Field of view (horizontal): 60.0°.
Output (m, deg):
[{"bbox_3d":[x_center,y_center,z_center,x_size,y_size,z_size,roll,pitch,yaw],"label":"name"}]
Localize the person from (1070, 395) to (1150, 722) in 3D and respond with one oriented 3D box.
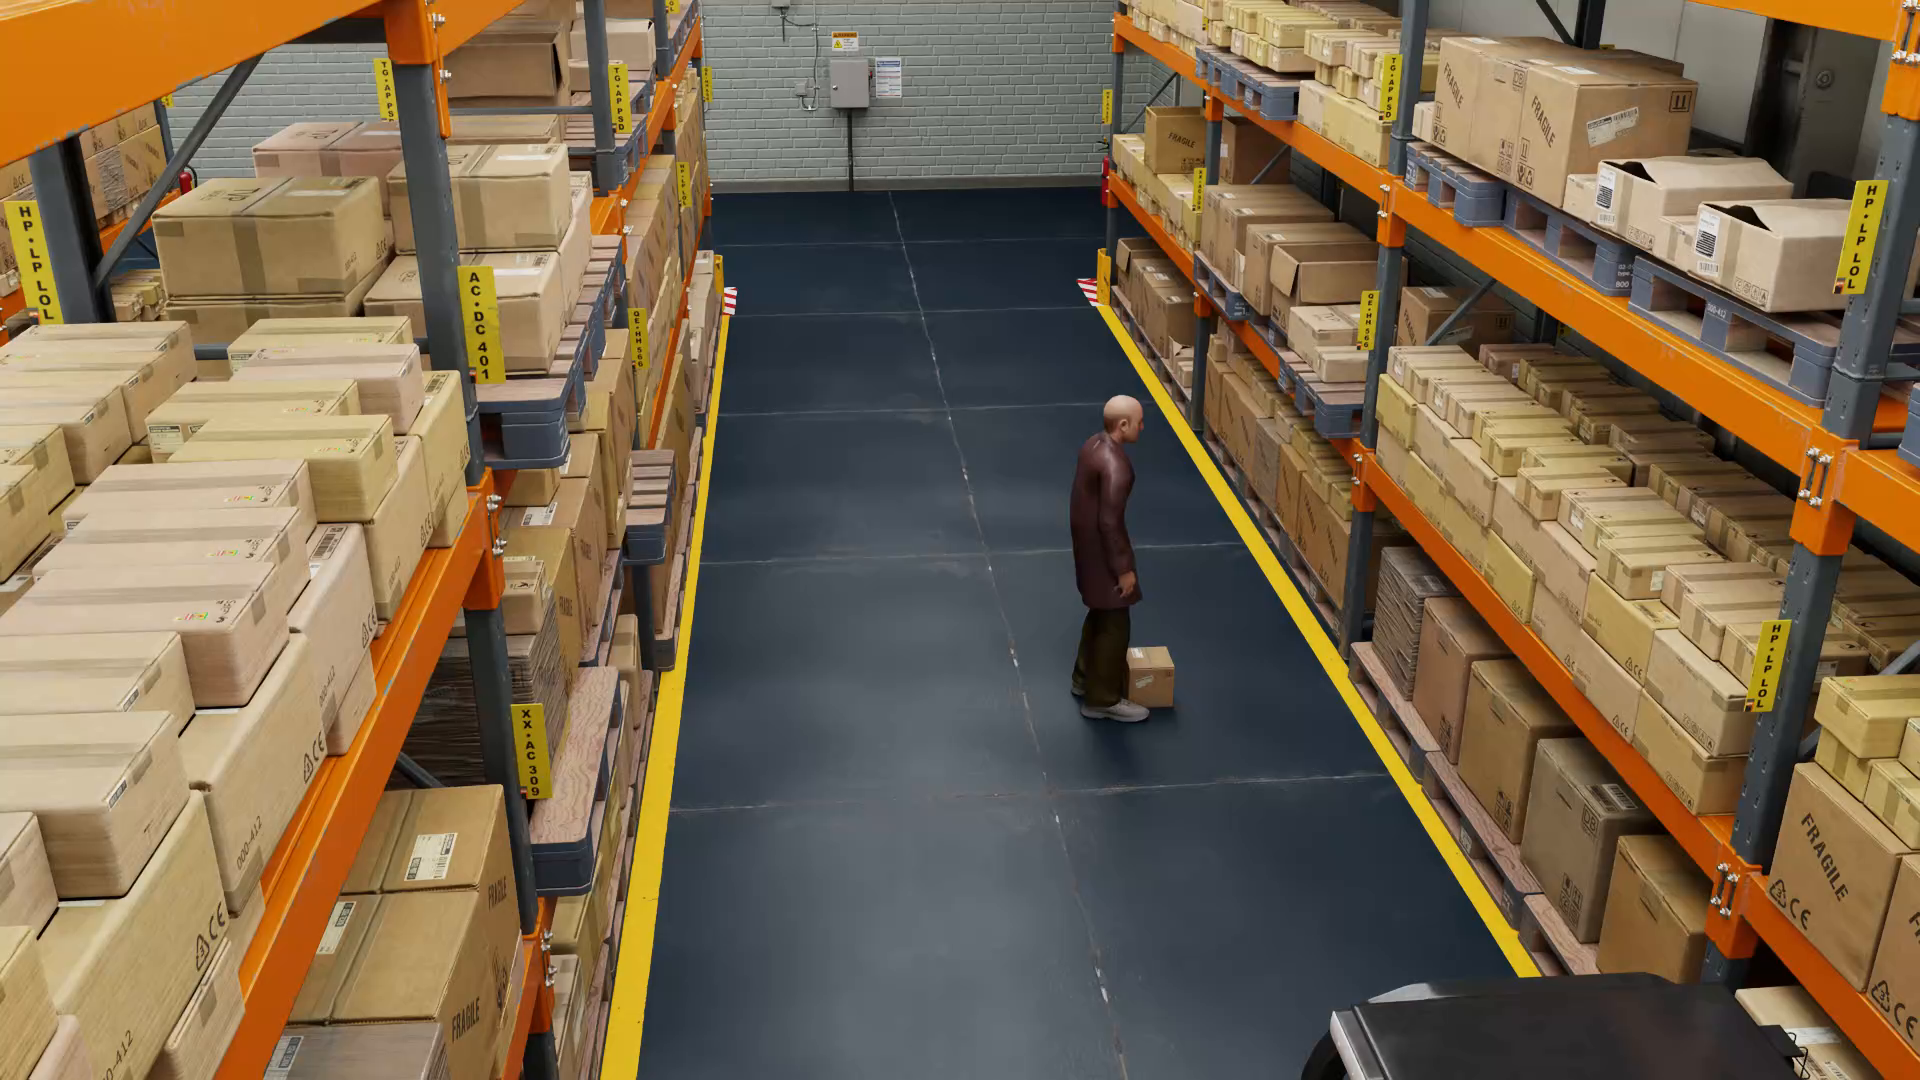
[{"bbox_3d":[0.801,0.078,8.936,0.423,1.774,0.643,-2,23,-5],"label":"person"}]
